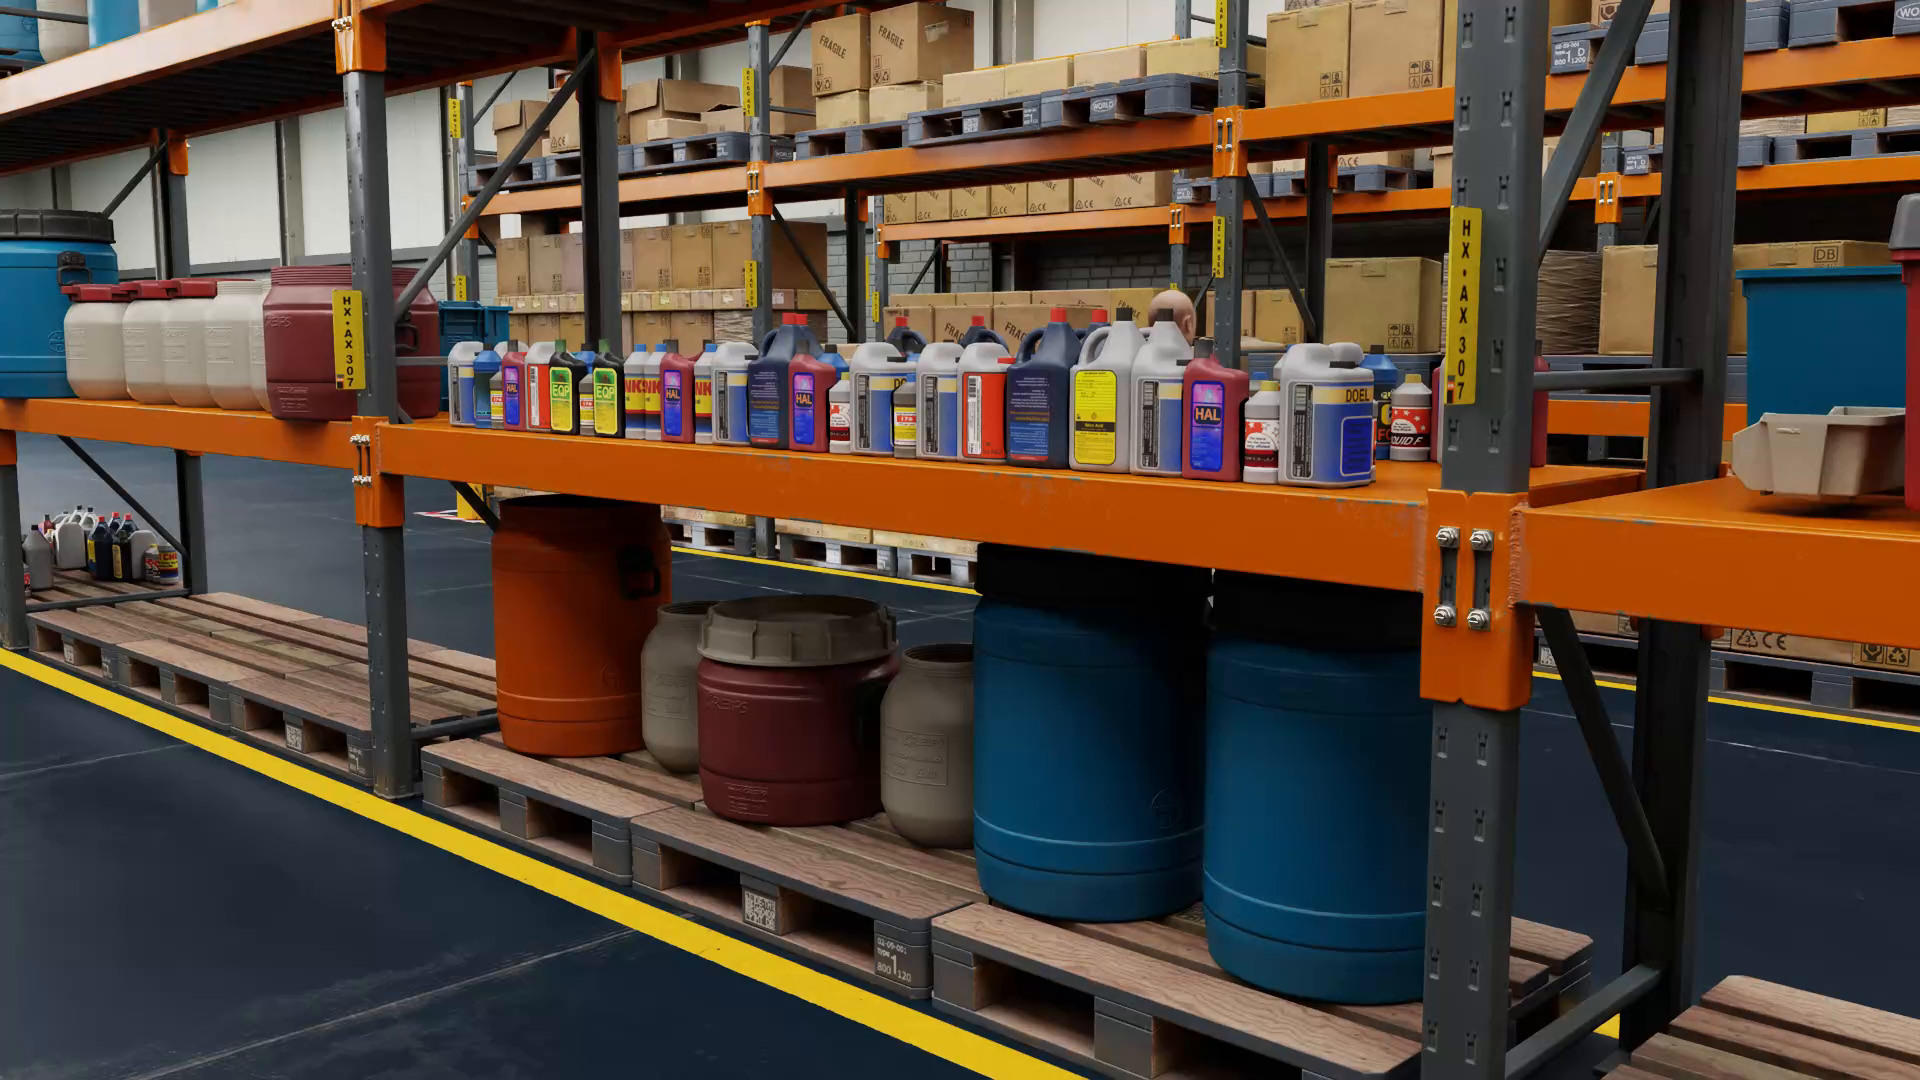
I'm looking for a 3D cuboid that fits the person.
[{"bbox_3d":[0.811,-0.089,6.544,0.642,1.774,0.421,7,10,43],"label":"person"}]
